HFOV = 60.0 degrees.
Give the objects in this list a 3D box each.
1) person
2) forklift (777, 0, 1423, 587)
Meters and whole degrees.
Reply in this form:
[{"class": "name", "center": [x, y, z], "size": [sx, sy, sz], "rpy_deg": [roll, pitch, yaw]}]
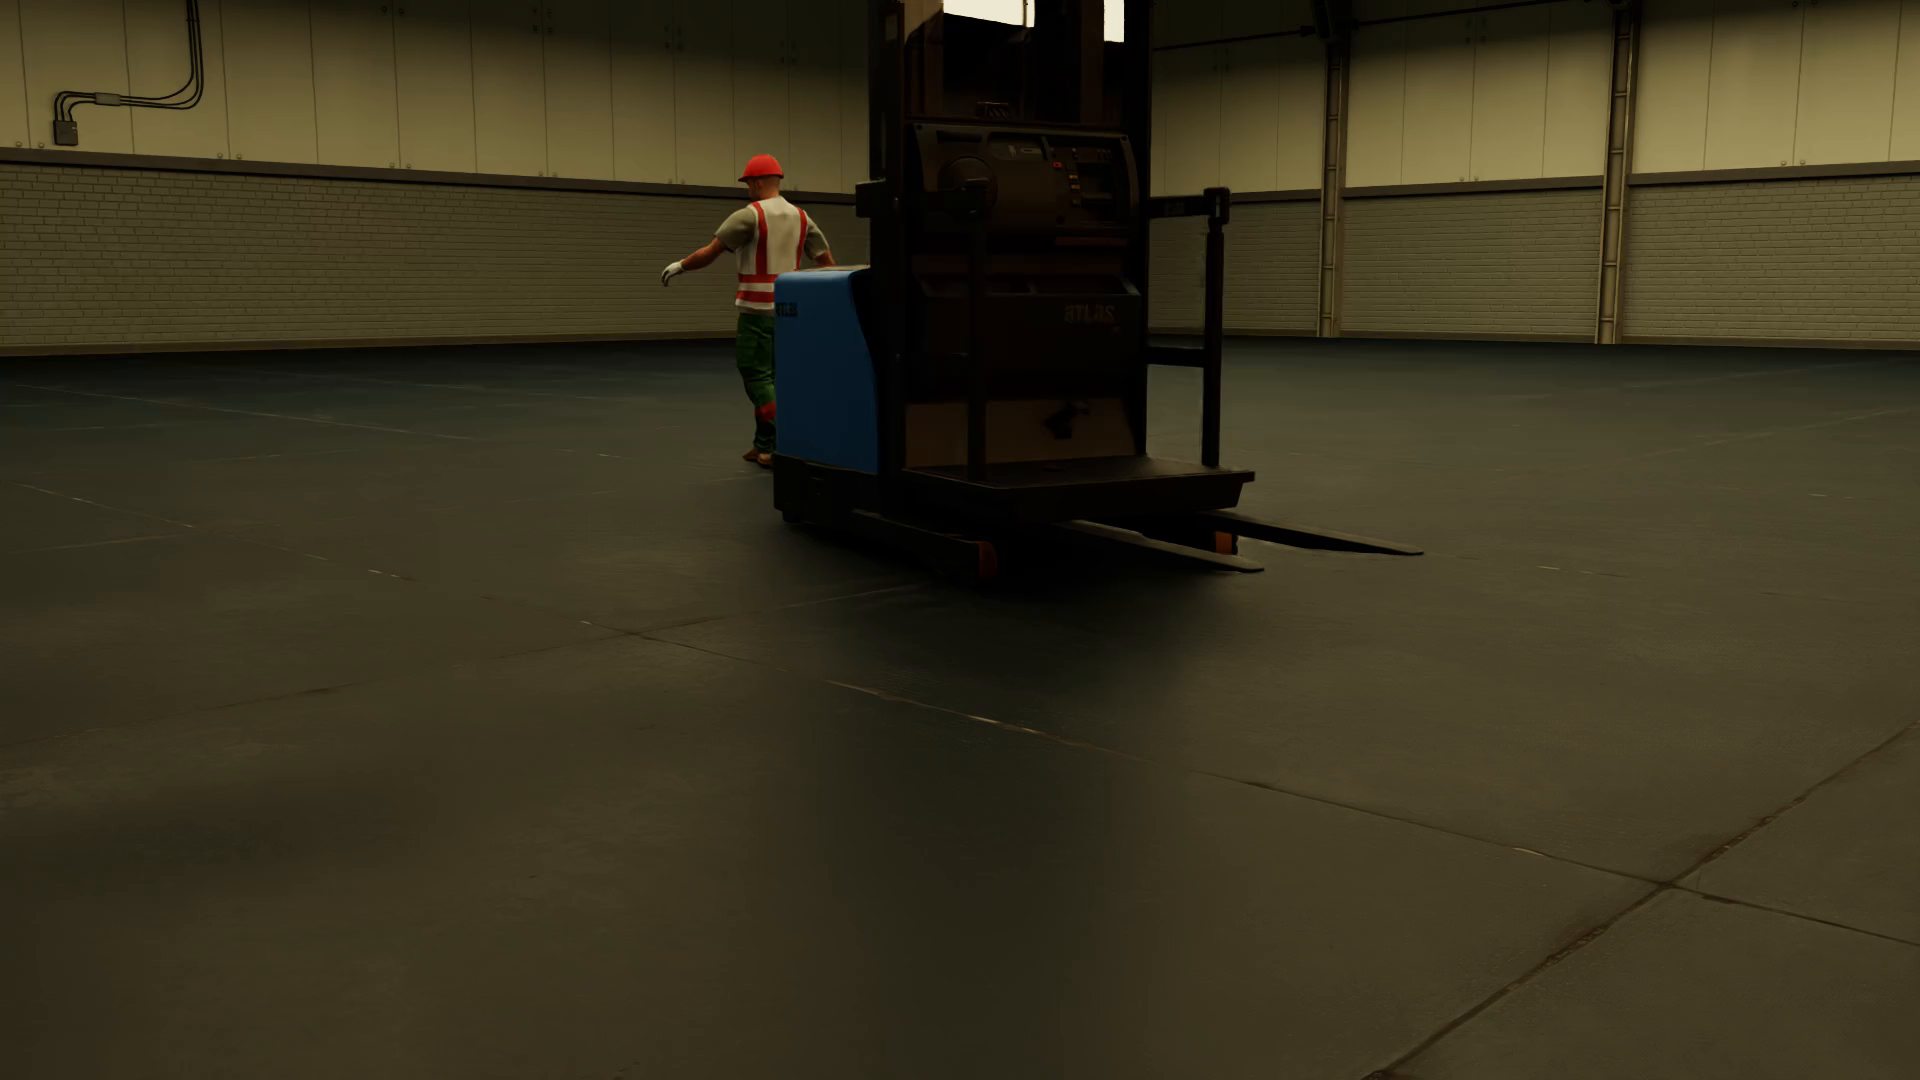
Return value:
[{"class": "person", "center": [-1.108, -1.314, 9.527], "size": [1.001, 1.652, 0.751], "rpy_deg": [-8, 12, -44]}, {"class": "forklift", "center": [0.354, -1.364, 5.934], "size": [1.121, 2.935, 3.031], "rpy_deg": [-5, 10, -29]}]
